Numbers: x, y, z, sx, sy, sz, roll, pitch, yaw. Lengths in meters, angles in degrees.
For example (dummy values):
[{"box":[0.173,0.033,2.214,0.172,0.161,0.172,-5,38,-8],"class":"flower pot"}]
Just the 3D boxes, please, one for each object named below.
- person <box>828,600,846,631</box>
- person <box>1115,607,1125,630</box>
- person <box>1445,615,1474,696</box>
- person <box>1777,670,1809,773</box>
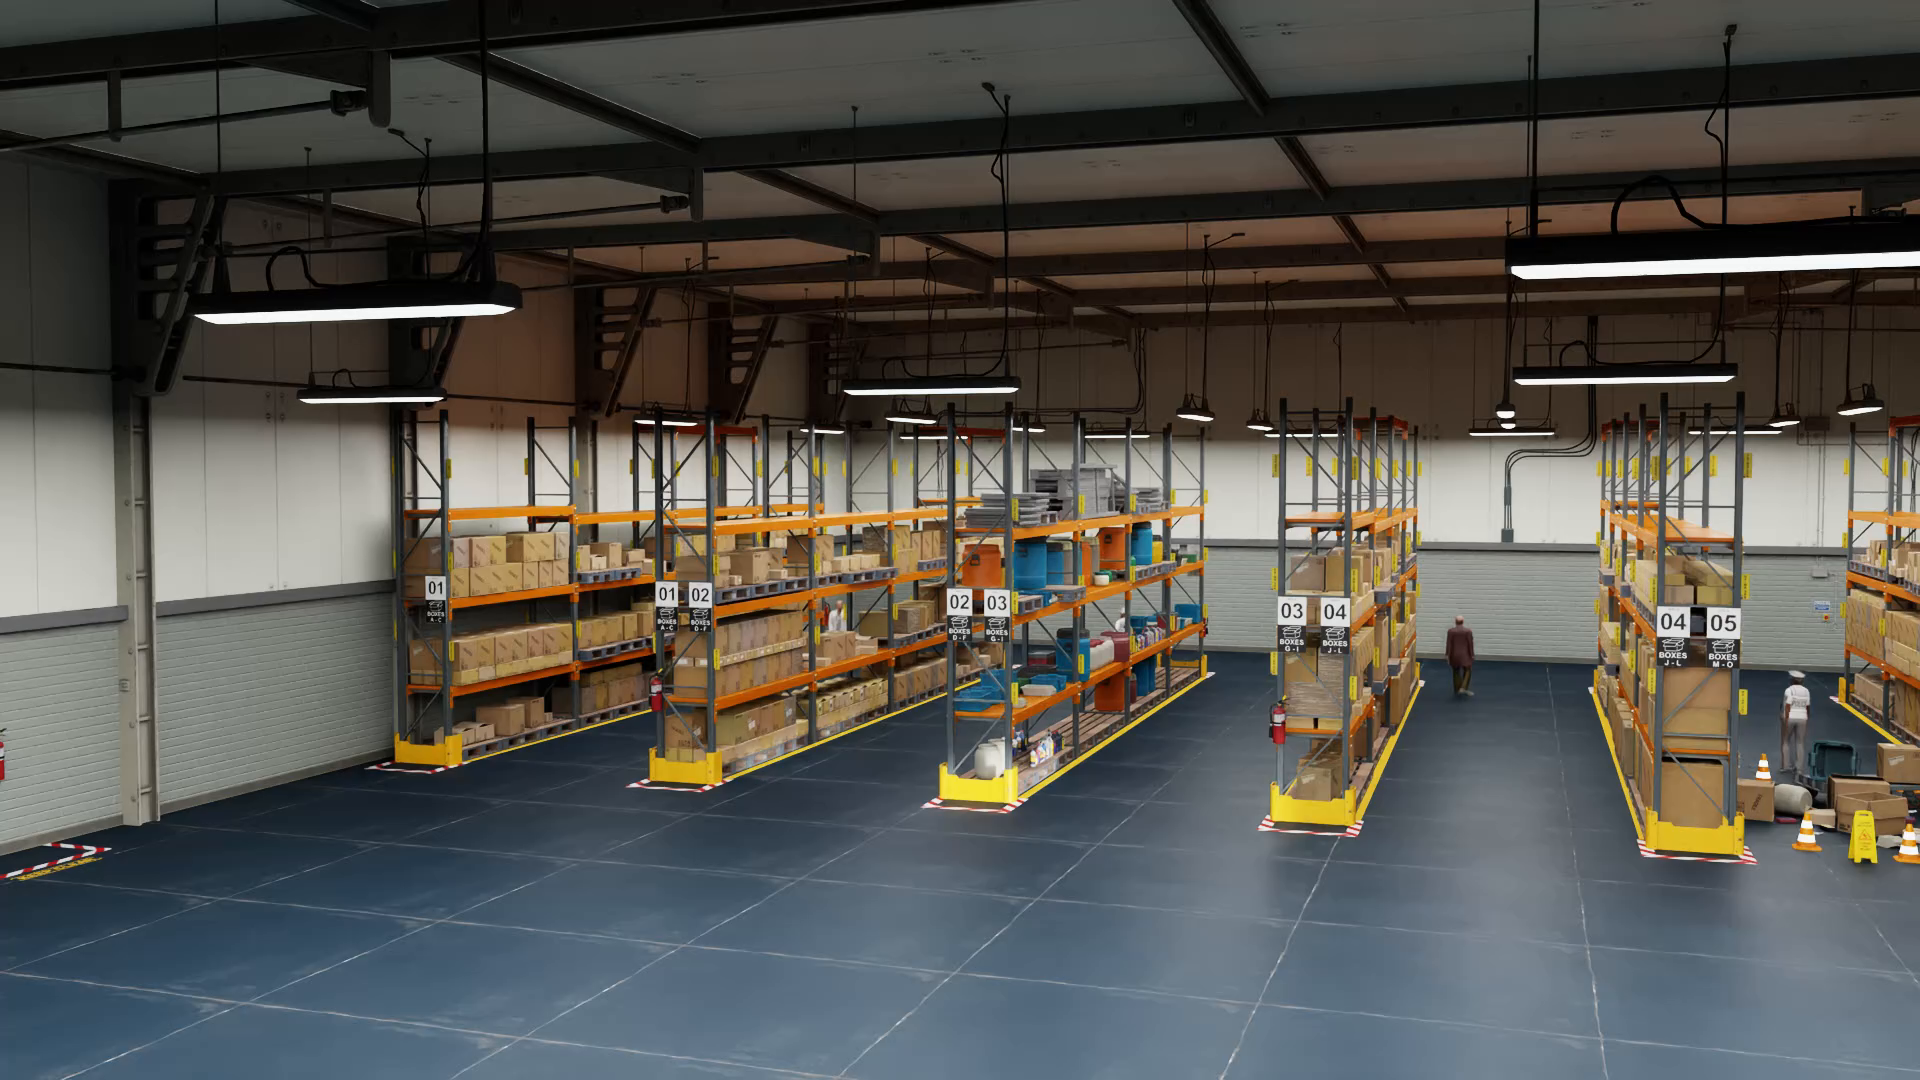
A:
[{"box":[-2.992,2.358,41.137,0.569,1.724,1.064,0,2,3],"class":"person"},{"box":[3.856,2.465,38.945,0.564,1.792,0.561,-1,3,-13],"class":"person"},{"box":[10.997,2.551,36.592,0.614,1.775,0.610,1,3,19],"class":"person"},{"box":[13.730,3.020,27.327,0.453,1.732,0.595,1,3,14],"class":"person"}]
